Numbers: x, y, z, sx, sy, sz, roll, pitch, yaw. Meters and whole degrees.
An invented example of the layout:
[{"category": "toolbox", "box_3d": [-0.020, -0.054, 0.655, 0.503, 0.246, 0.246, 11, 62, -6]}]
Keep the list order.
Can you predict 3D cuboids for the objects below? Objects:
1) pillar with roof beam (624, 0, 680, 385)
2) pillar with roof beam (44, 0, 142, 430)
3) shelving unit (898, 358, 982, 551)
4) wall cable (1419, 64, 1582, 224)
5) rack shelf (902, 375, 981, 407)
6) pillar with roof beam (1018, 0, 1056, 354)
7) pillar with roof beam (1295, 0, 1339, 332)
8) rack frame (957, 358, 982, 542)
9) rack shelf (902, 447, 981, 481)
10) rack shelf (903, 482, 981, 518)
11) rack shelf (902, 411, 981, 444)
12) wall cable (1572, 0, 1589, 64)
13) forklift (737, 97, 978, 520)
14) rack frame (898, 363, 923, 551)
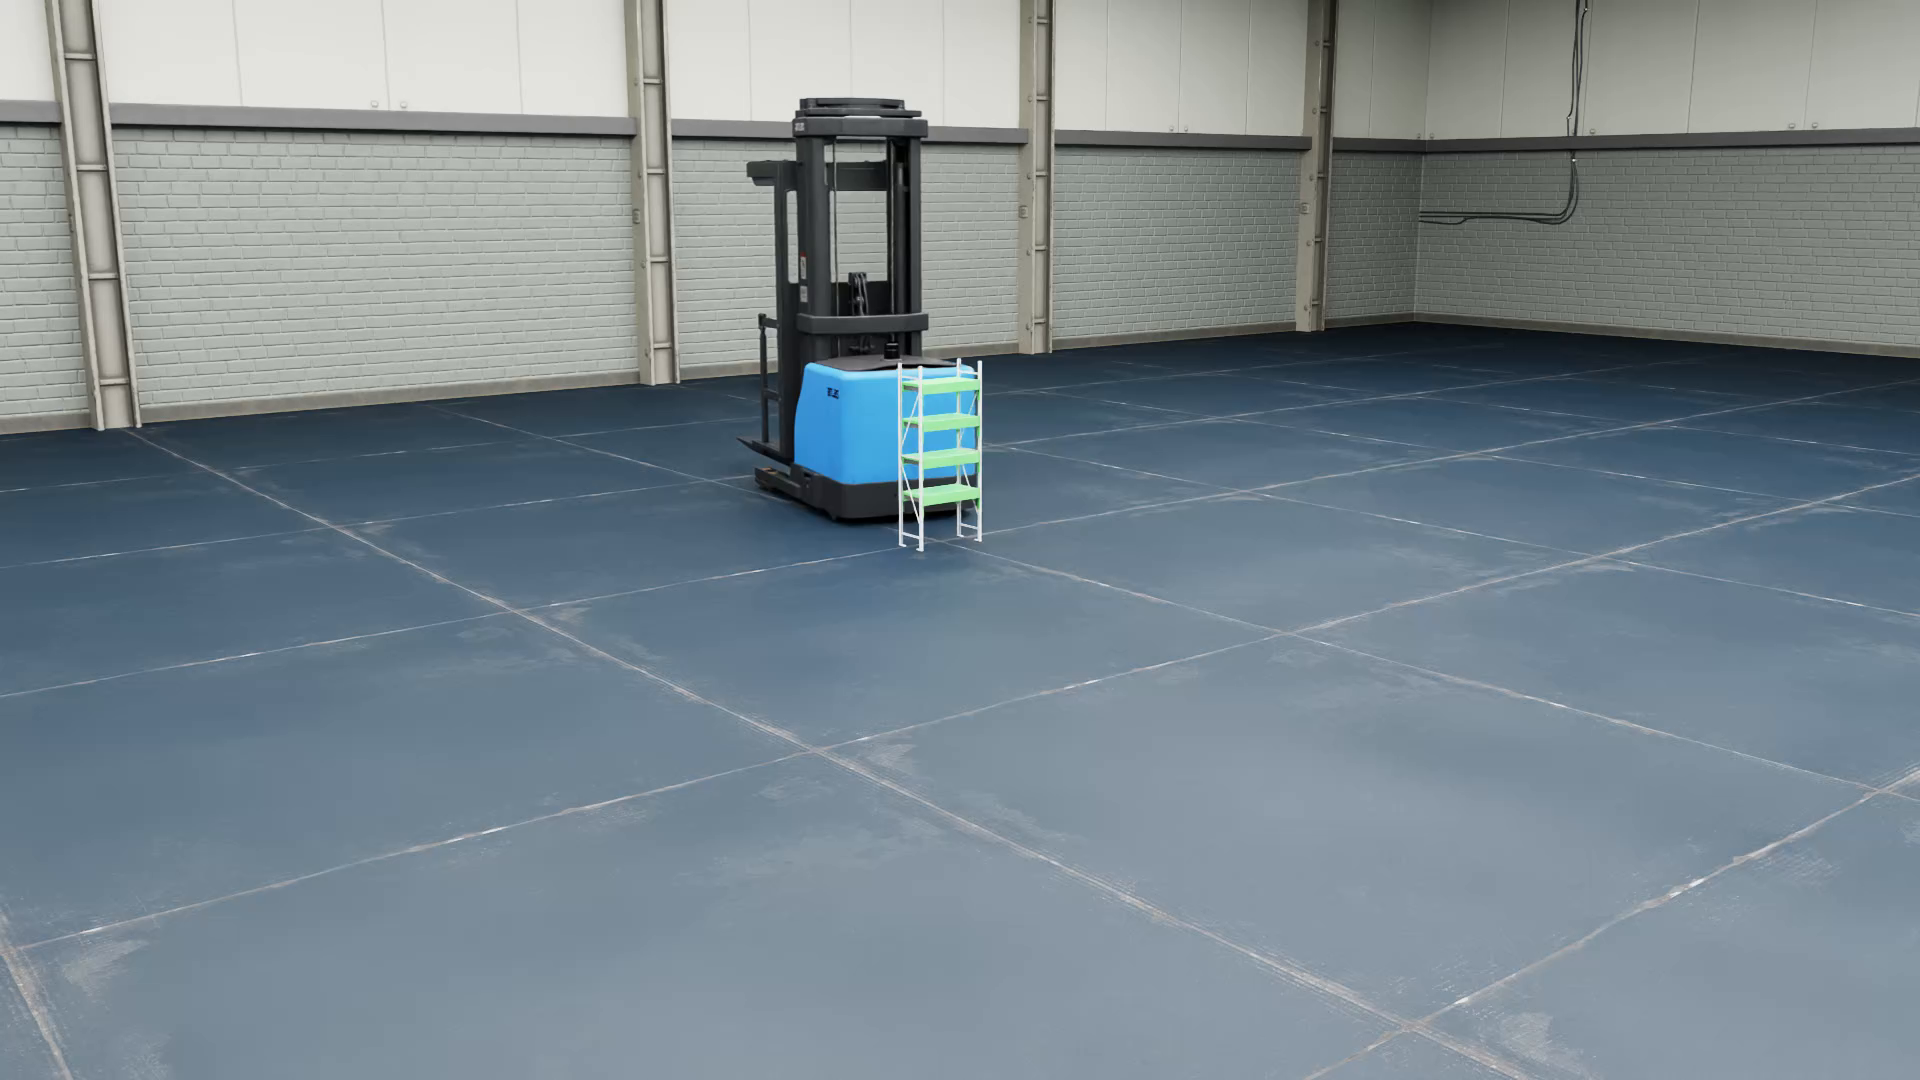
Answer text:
[{"category": "pillar with roof beam", "box_3d": [-0.930, -5.596, 15.817, 0.400, 9.000, 9.100, -9, 15, -38]}, {"category": "pillar with roof beam", "box_3d": [-5.615, -4.817, 12.150, 0.400, 9.000, 9.100, -9, 15, -38]}, {"category": "shelving unit", "box_3d": [-0.129, -0.565, 10.903, 0.503, 1.200, 0.258, -9, 15, -38]}, {"category": "wall cable", "box_3d": [8.877, -6.500, 27.551, 0.112, 2.526, 3.097, -9, 15, -38]}, {"category": "rack shelf", "box_3d": [-0.129, -0.972, 10.817, 0.480, 0.148, 0.258, -9, 15, -38]}, {"category": "pillar with roof beam", "box_3d": [3.755, -6.374, 19.483, 0.400, 9.000, 9.100, -9, 15, -38]}, {"category": "pillar with roof beam", "box_3d": [8.440, -7.153, 23.150, 0.400, 9.000, 9.100, -9, 15, -38]}, {"category": "rack frame", "box_3d": [0.061, -0.597, 11.052, 0.015, 1.200, 0.240, -9, 15, -38]}, {"category": "rack shelf", "box_3d": [-0.129, -0.503, 10.916, 0.480, 0.148, 0.258, -9, 15, -38]}, {"category": "rack shelf", "box_3d": [-0.129, -0.268, 10.966, 0.480, 0.148, 0.258, -9, 15, -38]}, {"category": "rack shelf", "box_3d": [-0.129, -0.738, 10.866, 0.480, 0.148, 0.258, -9, 15, -38]}, {"category": "wall cable", "box_3d": [10.567, -8.532, 24.960, 0.112, 2.526, 3.097, -9, 15, -38]}, {"category": "forklift", "box_3d": [-0.956, -1.835, 12.715, 1.130, 2.935, 3.031, -6, 13, -24]}, {"category": "rack frame", "box_3d": [-0.320, -0.534, 10.754, 0.015, 1.200, 0.240, -9, 15, -38]}]
